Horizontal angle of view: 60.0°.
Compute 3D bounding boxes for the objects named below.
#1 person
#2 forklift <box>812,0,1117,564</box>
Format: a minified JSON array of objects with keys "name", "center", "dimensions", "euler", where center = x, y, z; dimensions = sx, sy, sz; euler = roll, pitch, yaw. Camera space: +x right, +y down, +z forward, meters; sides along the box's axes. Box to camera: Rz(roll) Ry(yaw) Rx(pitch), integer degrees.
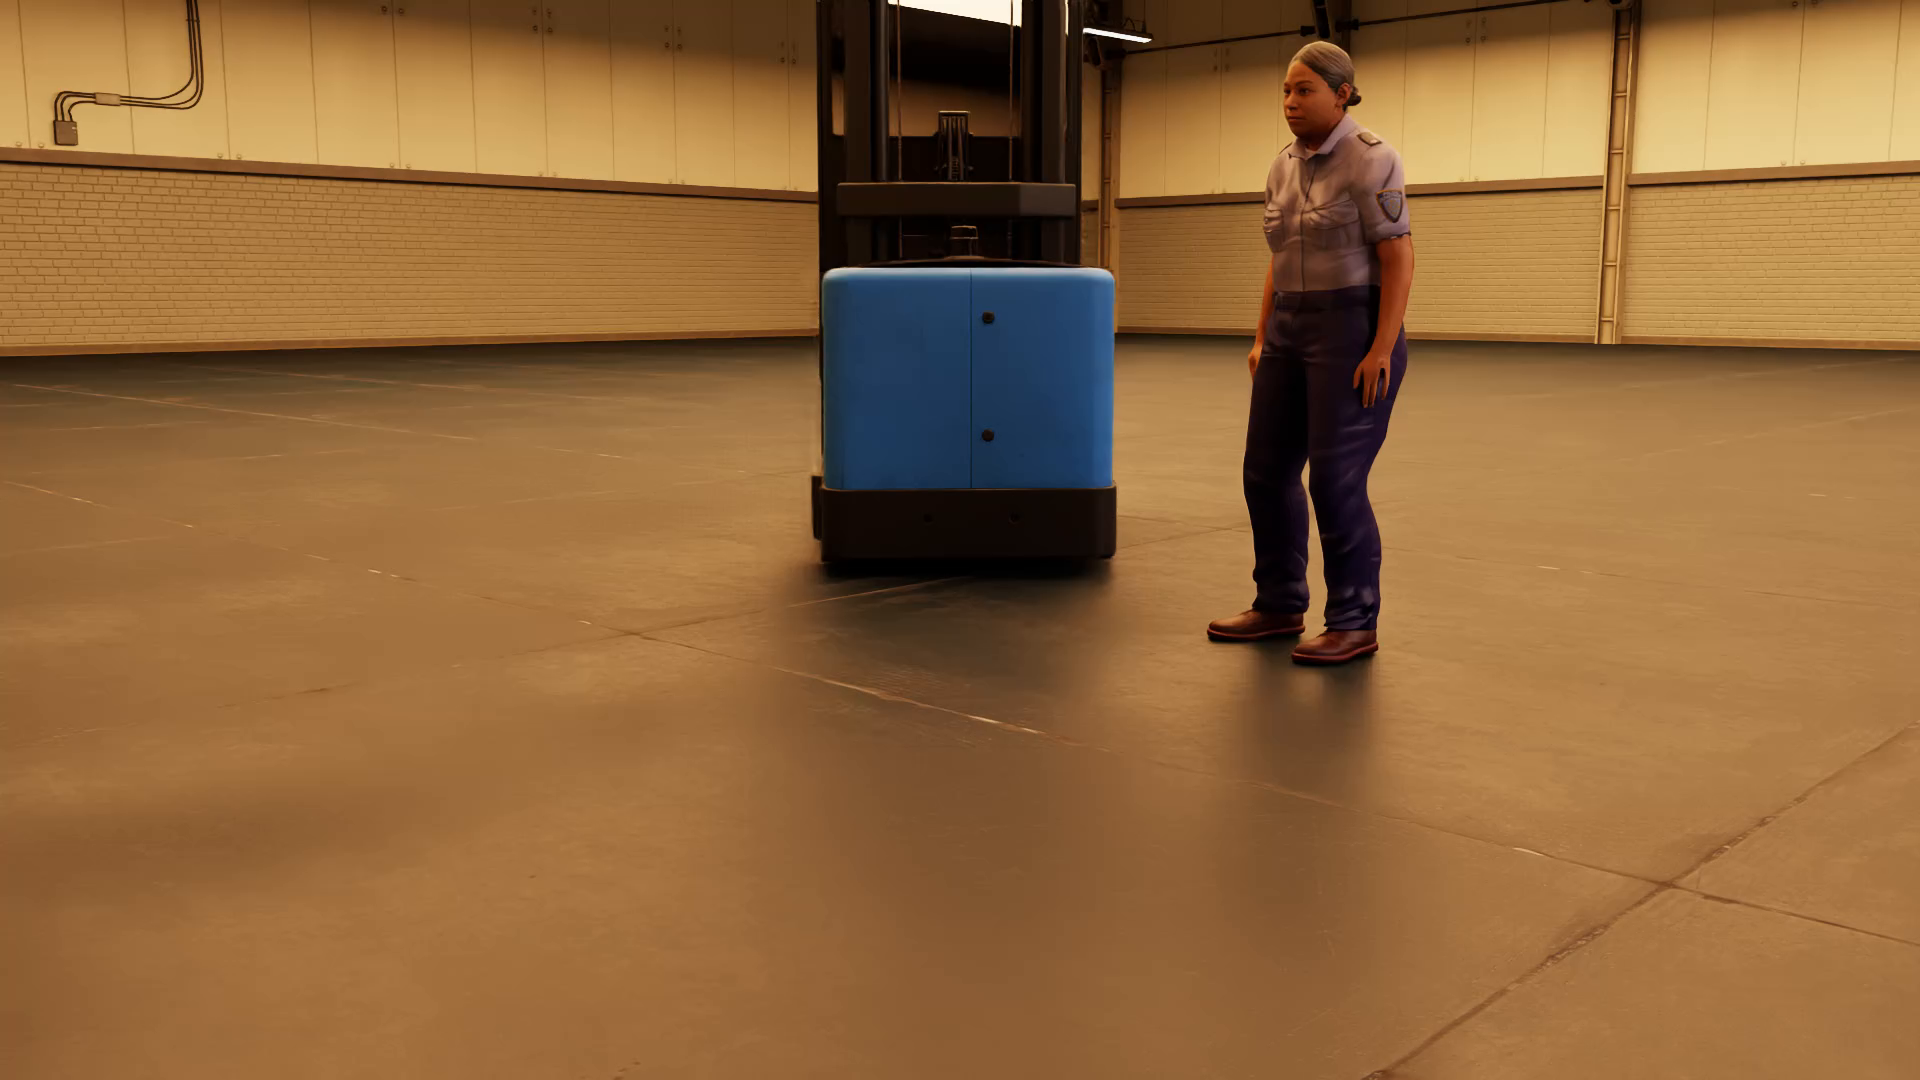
[{"name":"person","center":[0.993,-0.512,4.583],"dimensions":[0.369,1.650,0.555],"euler":[-5,10,-30]},{"name":"forklift","center":[-0.060,-1.542,7.113],"dimensions":[1.130,2.935,3.031],"euler":[-1,9,-4]}]
